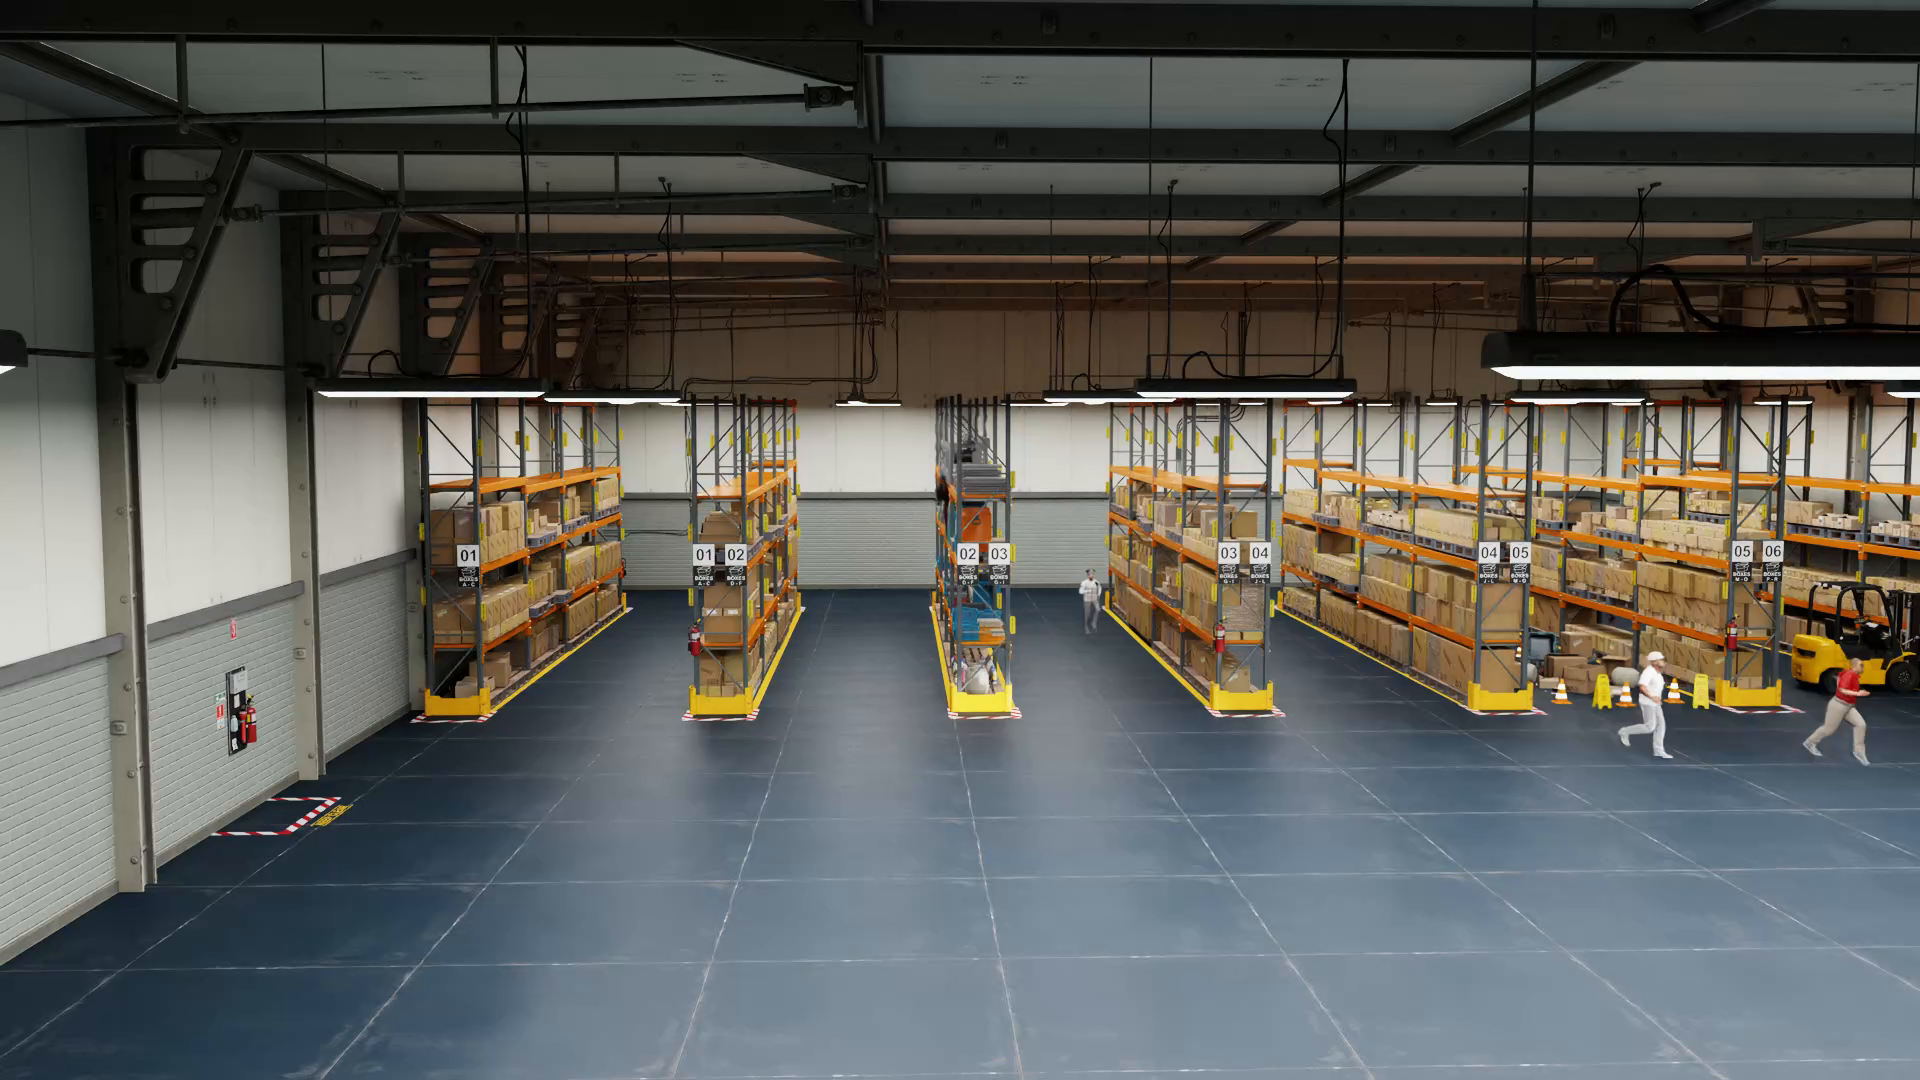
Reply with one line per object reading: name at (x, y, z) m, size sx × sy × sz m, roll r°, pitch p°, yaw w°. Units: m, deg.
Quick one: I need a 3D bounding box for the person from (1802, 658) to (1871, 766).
person at (14.264, 2.767, 26.994) m, size 0.658 × 1.752 × 0.993 m, roll -4°, pitch 6°, yaw -42°

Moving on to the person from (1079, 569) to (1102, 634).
person at (3.287, 1.549, 41.738) m, size 0.600 × 1.677 × 0.814 m, roll 0°, pitch 5°, yaw -3°

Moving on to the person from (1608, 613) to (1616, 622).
person at (17.033, 1.465, 44.055) m, size 0.574 × 1.641 × 1.086 m, roll -1°, pitch 5°, yaw -7°

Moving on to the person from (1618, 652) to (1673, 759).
person at (11.361, 2.702, 27.466) m, size 0.883 × 1.751 × 0.727 m, roll 3°, pitch 6°, yaw 35°
